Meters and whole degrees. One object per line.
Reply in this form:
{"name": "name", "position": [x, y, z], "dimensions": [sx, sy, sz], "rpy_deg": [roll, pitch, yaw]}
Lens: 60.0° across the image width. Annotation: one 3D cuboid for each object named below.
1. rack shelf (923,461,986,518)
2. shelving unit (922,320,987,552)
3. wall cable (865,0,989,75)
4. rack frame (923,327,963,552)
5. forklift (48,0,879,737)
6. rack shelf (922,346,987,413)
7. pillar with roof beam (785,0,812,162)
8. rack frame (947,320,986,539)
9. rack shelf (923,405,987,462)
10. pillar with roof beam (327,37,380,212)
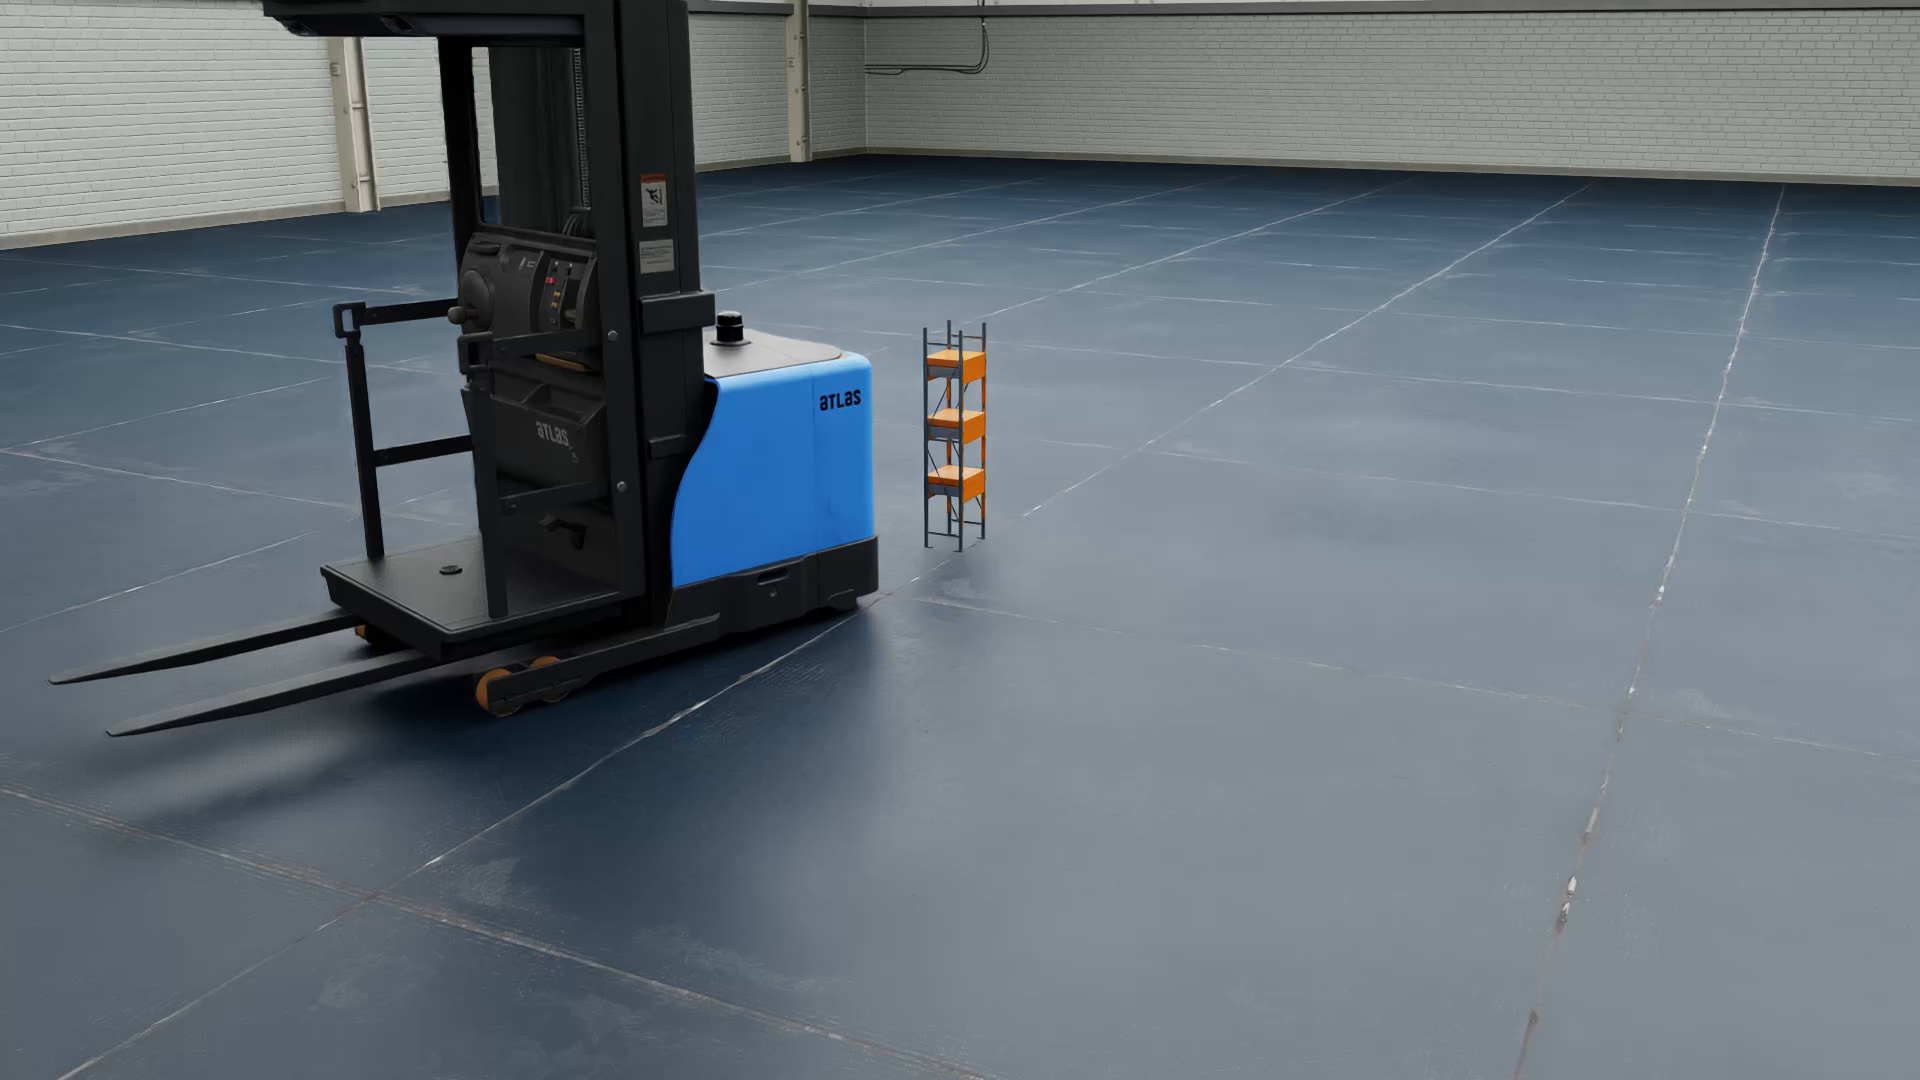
{"name": "rack shelf", "position": [-0.024, -0.213, 7.911], "dimensions": [0.215, 0.259, 0.240], "rpy_deg": [8, 18, 25]}
{"name": "shelving unit", "position": [-0.024, -0.490, 7.829], "dimensions": [0.215, 1.050, 0.252], "rpy_deg": [8, 18, 25]}
{"name": "wall cable", "position": [-0.787, -11.231, 35.485], "dimensions": [3.097, 2.526, 0.112], "rpy_deg": [8, 18, 25]}
{"name": "rack frame", "position": [-0.078, -0.459, 7.724], "dimensions": [0.200, 1.050, 0.008], "rpy_deg": [8, 18, 25]}
{"name": "forklift", "position": [-1.767, -0.944, 6.054], "dimensions": [3.031, 2.935, 1.130], "rpy_deg": [-15, 22, -41]}
{"name": "rack shelf", "position": [-0.024, -0.752, 7.751], "dimensions": [0.215, 0.259, 0.240], "rpy_deg": [8, 18, 25]}
{"name": "pillar with roof beam", "position": [0.564, -11.589, 31.239], "dimensions": [9.100, 9.000, 0.400], "rpy_deg": [8, 18, 25]}
{"name": "rack frame", "position": [0.031, -0.521, 7.934], "dimensions": [0.200, 1.050, 0.008], "rpy_deg": [8, 18, 25]}
{"name": "rack shelf", "position": [-0.024, -0.479, 7.832], "dimensions": [0.215, 0.259, 0.240], "rpy_deg": [8, 18, 25]}
{"name": "pillar with roof beam", "position": [-4.798, -8.533, 20.948], "dimensions": [9.100, 9.000, 0.400], "rpy_deg": [8, 18, 25]}
